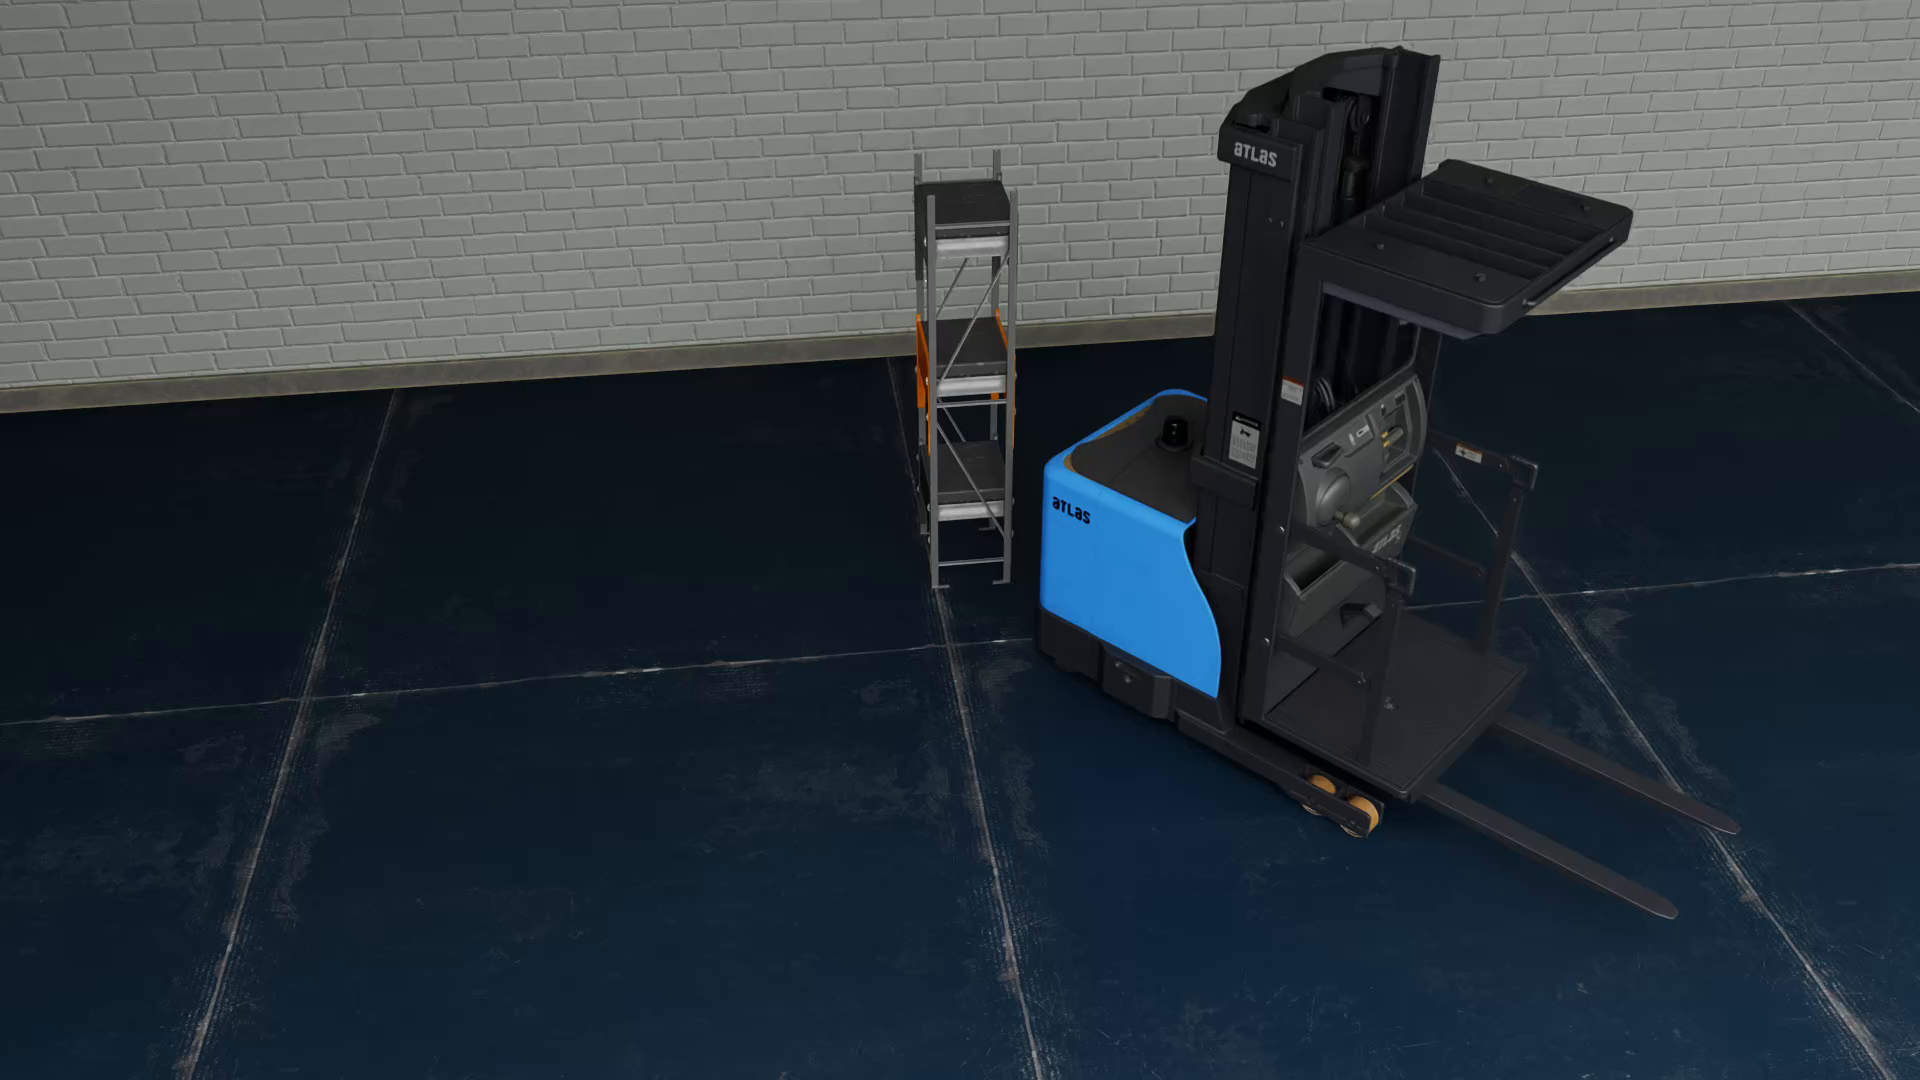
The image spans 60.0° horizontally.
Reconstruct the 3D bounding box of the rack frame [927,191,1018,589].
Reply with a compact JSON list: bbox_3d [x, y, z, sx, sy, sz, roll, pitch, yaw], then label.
[{"bbox_3d":[0.055,-0.639,7.823,0.400,2.100,0.015,-4,35,-6],"label":"rack frame"}]

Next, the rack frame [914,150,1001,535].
[{"bbox_3d":[-0.011,-0.911,8.223,0.400,2.100,0.015,-4,35,-6],"label":"rack frame"}]

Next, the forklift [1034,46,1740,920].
[{"bbox_3d":[1.785,-0.310,6.602,3.031,2.935,1.130,27,43,34],"label":"forklift"}]

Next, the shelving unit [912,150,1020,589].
[{"bbox_3d":[0.022,-0.775,8.023,0.431,2.100,0.503,-4,35,-6],"label":"shelving unit"}]

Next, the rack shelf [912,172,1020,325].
[{"bbox_3d":[0.022,-1.342,7.637,0.431,0.518,0.480,-4,35,-6],"label":"rack shelf"}]

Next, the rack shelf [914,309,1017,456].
[{"bbox_3d":[0.022,-0.764,8.031,0.431,0.518,0.480,-4,35,-6],"label":"rack shelf"}]

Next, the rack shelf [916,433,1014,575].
[{"bbox_3d":[0.022,-0.186,8.425,0.431,0.518,0.480,-4,35,-6],"label":"rack shelf"}]
